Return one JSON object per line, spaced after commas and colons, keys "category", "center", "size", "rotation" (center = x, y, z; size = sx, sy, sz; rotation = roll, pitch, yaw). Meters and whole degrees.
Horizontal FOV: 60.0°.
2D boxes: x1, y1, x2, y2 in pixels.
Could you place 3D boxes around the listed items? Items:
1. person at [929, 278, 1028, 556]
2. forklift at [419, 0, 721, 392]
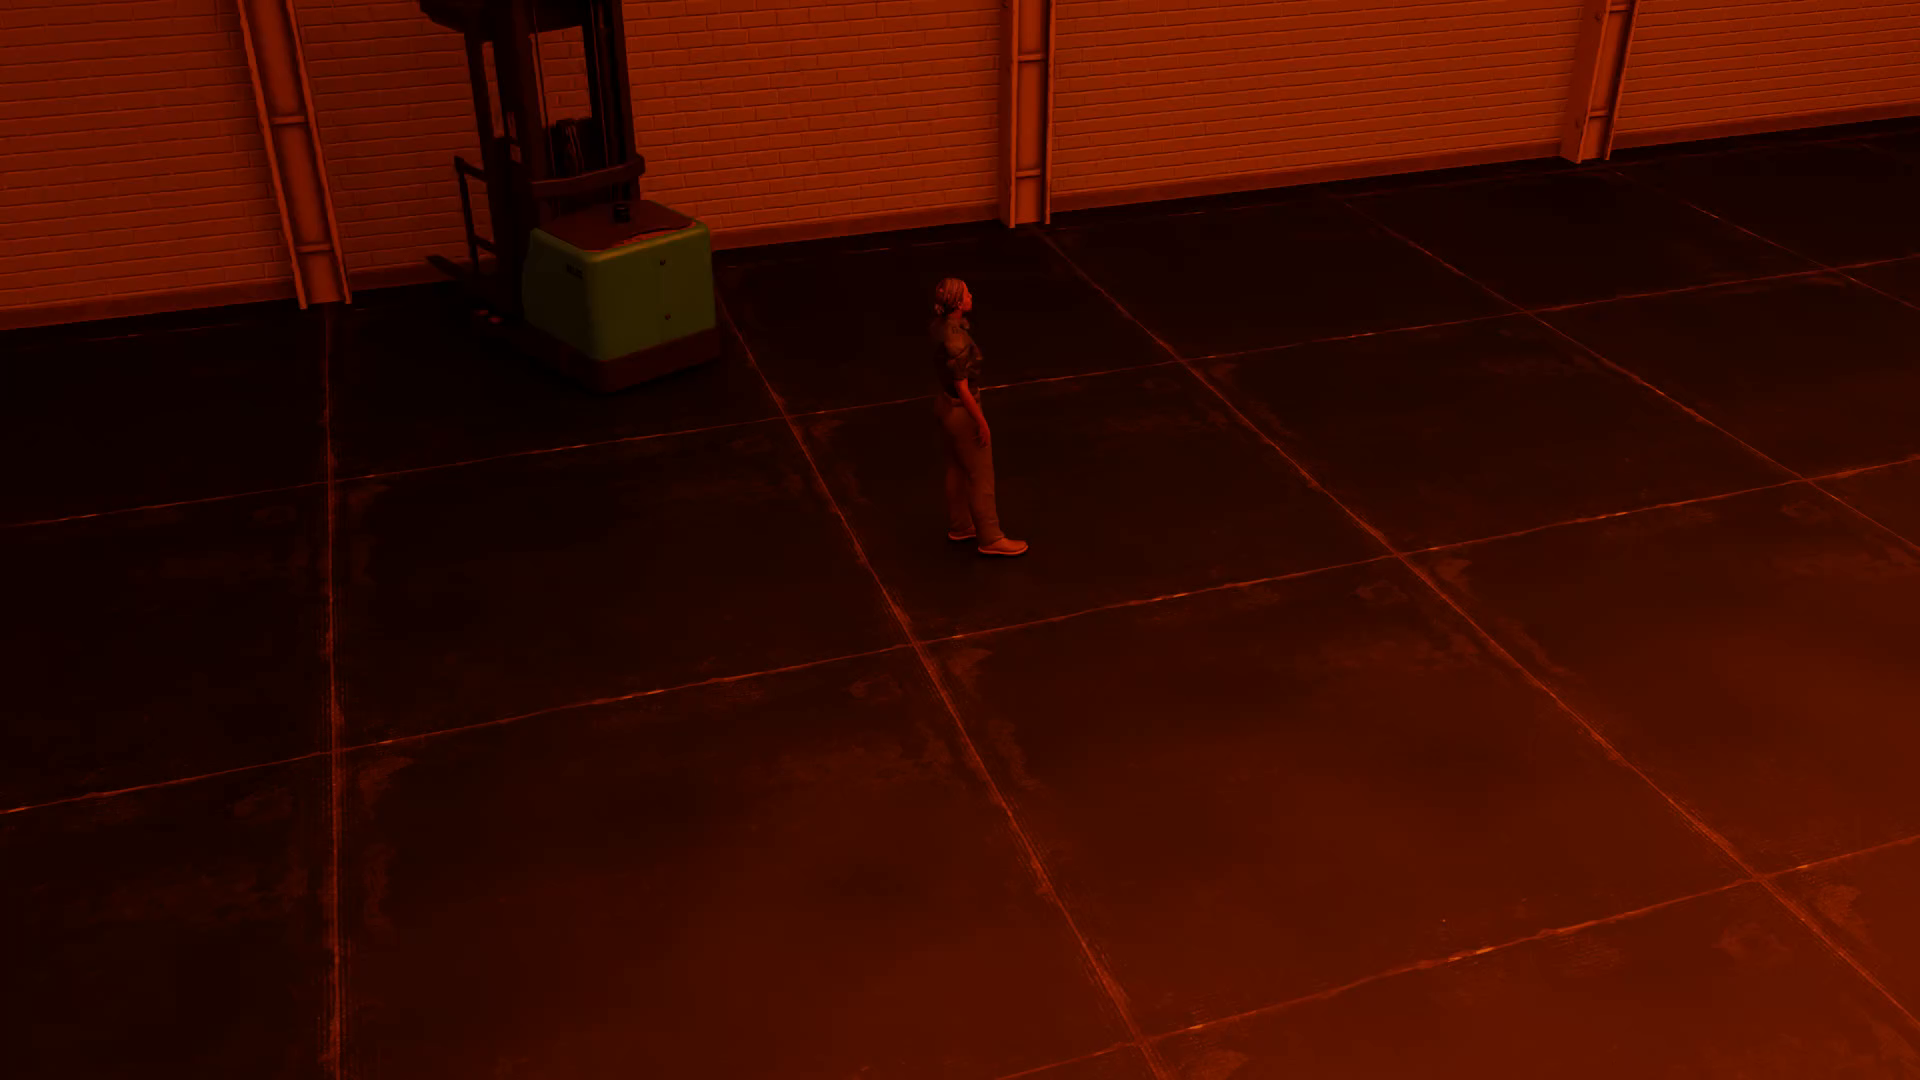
{"category": "person", "center": [0.089, -0.728, 9.618], "size": [0.503, 1.656, 0.570], "rotation": [-10, 31, -16]}
{"category": "forklift", "center": [-3.120, -2.957, 12.227], "size": [1.130, 2.935, 3.031], "rotation": [-24, 38, -35]}
